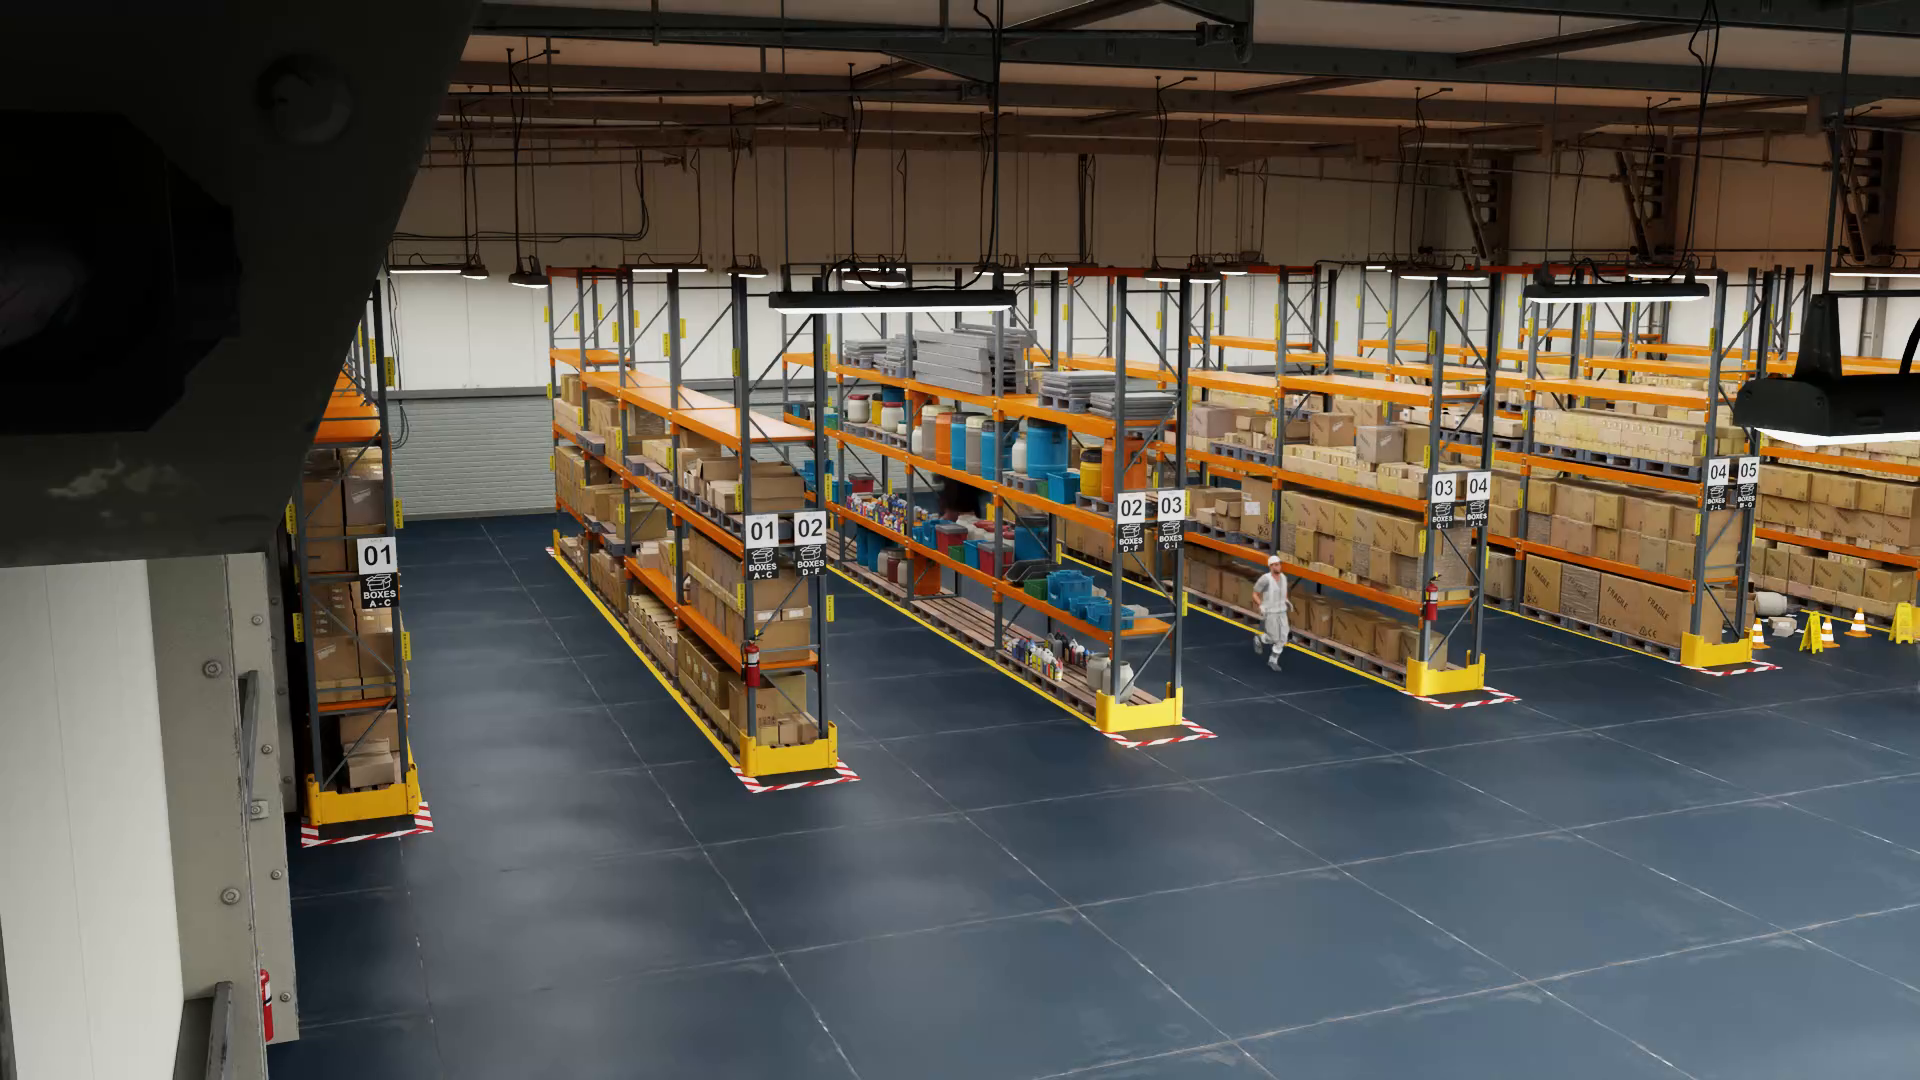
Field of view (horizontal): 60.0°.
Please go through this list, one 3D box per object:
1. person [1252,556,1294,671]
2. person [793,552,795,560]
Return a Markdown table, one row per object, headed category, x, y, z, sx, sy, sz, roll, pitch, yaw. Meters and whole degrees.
| category | x | y | z | sx | sy | sz | roll | pitch | yaw |
| --- | --- | --- | --- | --- | --- | --- | --- | --- | --- |
| person | 4.768 | 1.094 | 25.441 | 0.670 | 1.752 | 0.603 | -5 | 11 | -27 |
| person | -3.065 | 0.020 | 31.750 | 0.584 | 1.702 | 1.094 | -4 | 11 | -20 |
